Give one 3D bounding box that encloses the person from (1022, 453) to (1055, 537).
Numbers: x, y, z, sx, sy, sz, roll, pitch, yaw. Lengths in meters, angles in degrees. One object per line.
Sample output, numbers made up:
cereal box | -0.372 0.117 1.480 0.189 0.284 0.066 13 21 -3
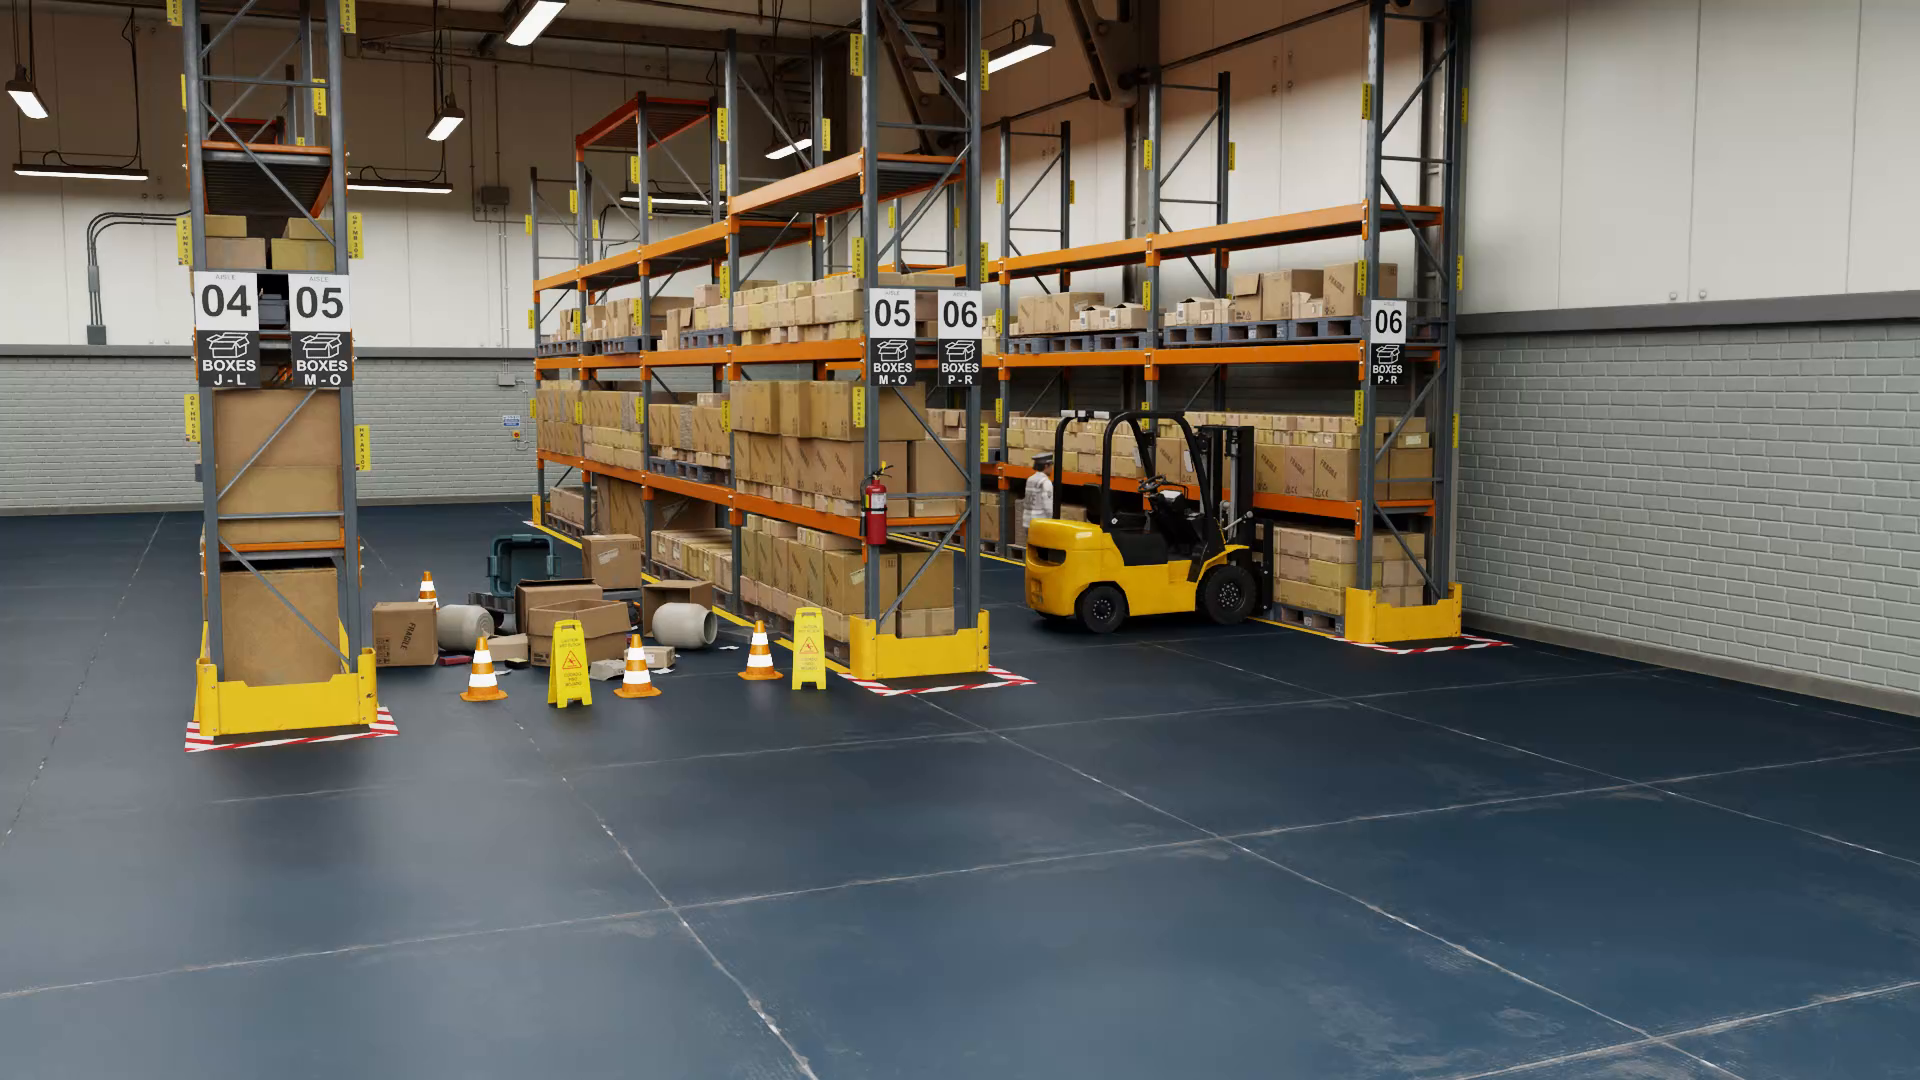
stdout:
person | 0.883 -0.121 18.214 0.358 1.668 0.511 -3 6 -25
